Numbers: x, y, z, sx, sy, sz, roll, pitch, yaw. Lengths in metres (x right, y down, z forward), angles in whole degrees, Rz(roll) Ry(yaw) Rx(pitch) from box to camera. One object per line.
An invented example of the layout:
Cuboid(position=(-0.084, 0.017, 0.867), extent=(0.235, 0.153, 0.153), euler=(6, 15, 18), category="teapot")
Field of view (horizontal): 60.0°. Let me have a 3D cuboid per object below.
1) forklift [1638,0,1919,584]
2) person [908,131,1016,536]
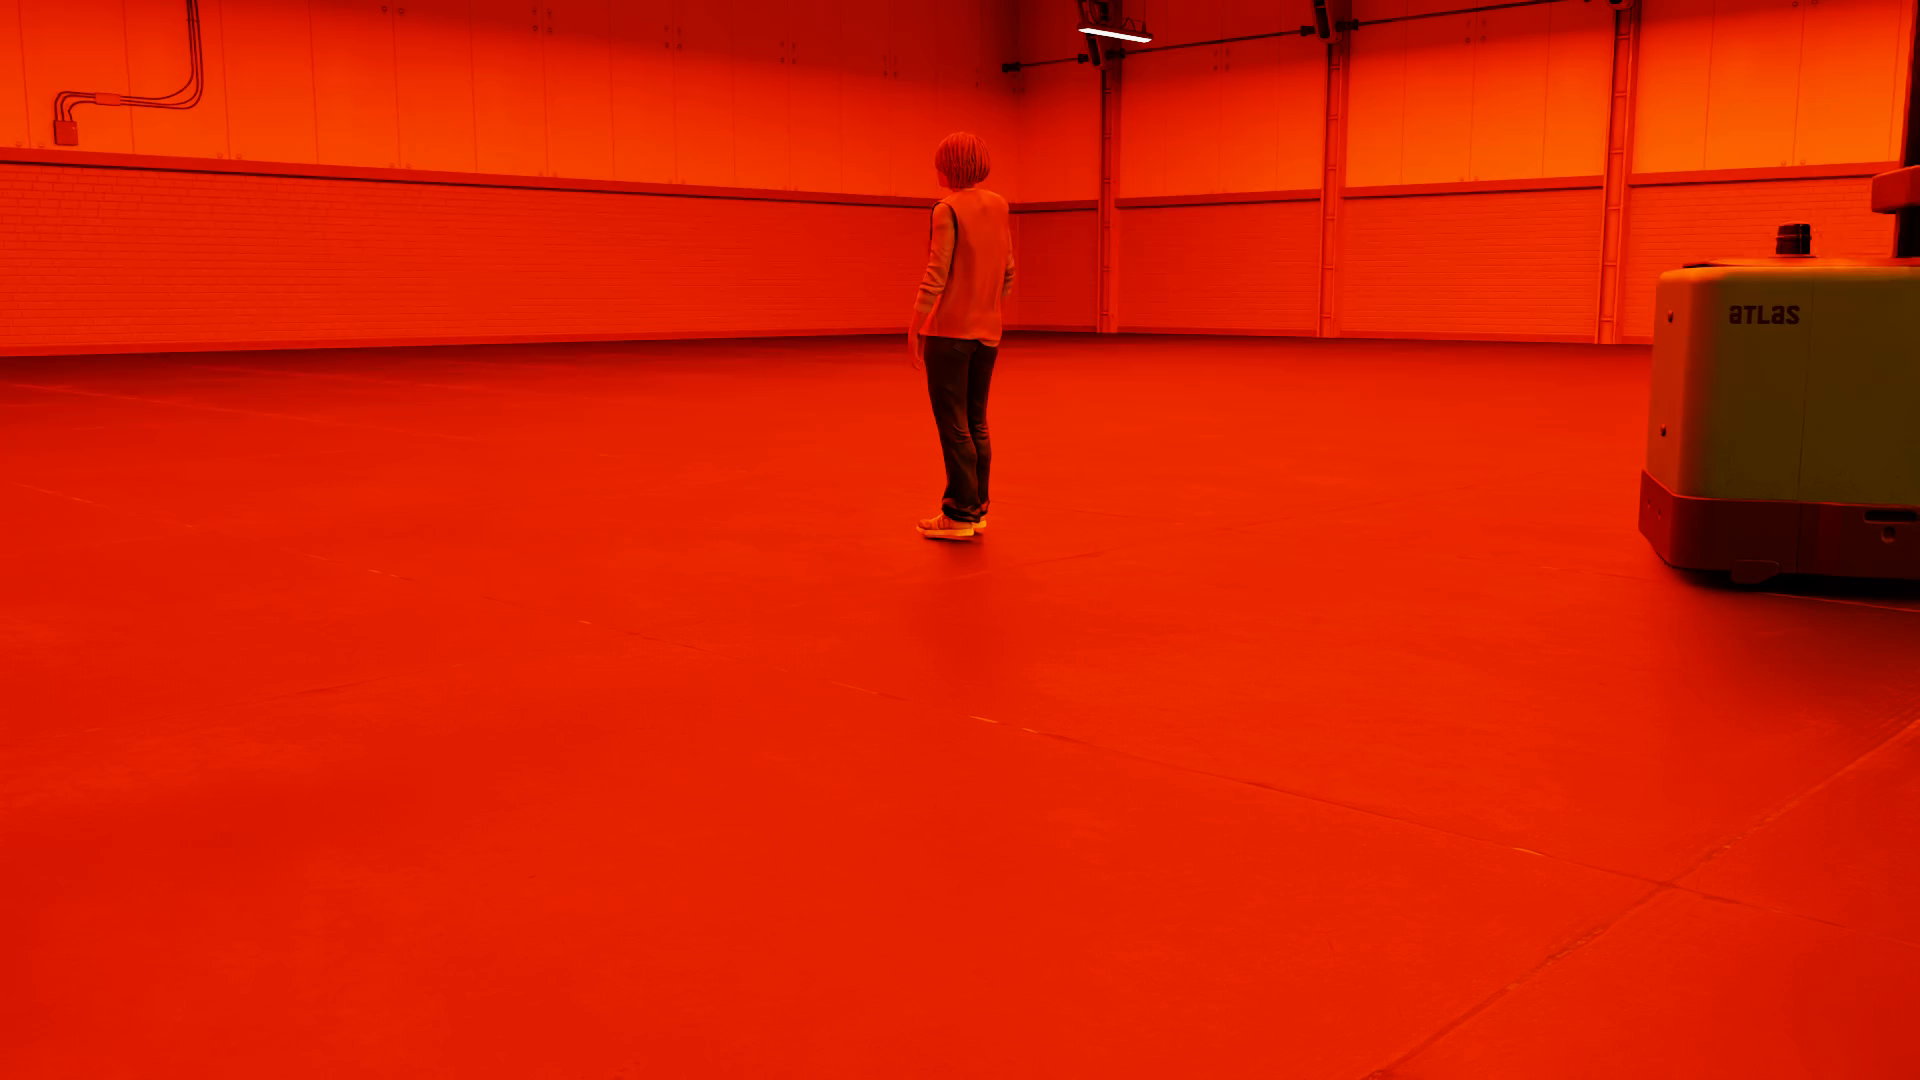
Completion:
Cuboid(position=(3.996, -1.297, 5.486), extent=(3.031, 2.935, 1.130), euler=(2, 9, 15), category="forklift")
Cuboid(position=(-0.043, -0.806, 6.658), extent=(0.476, 1.597, 0.520), euler=(8, 12, 43), category="person")
